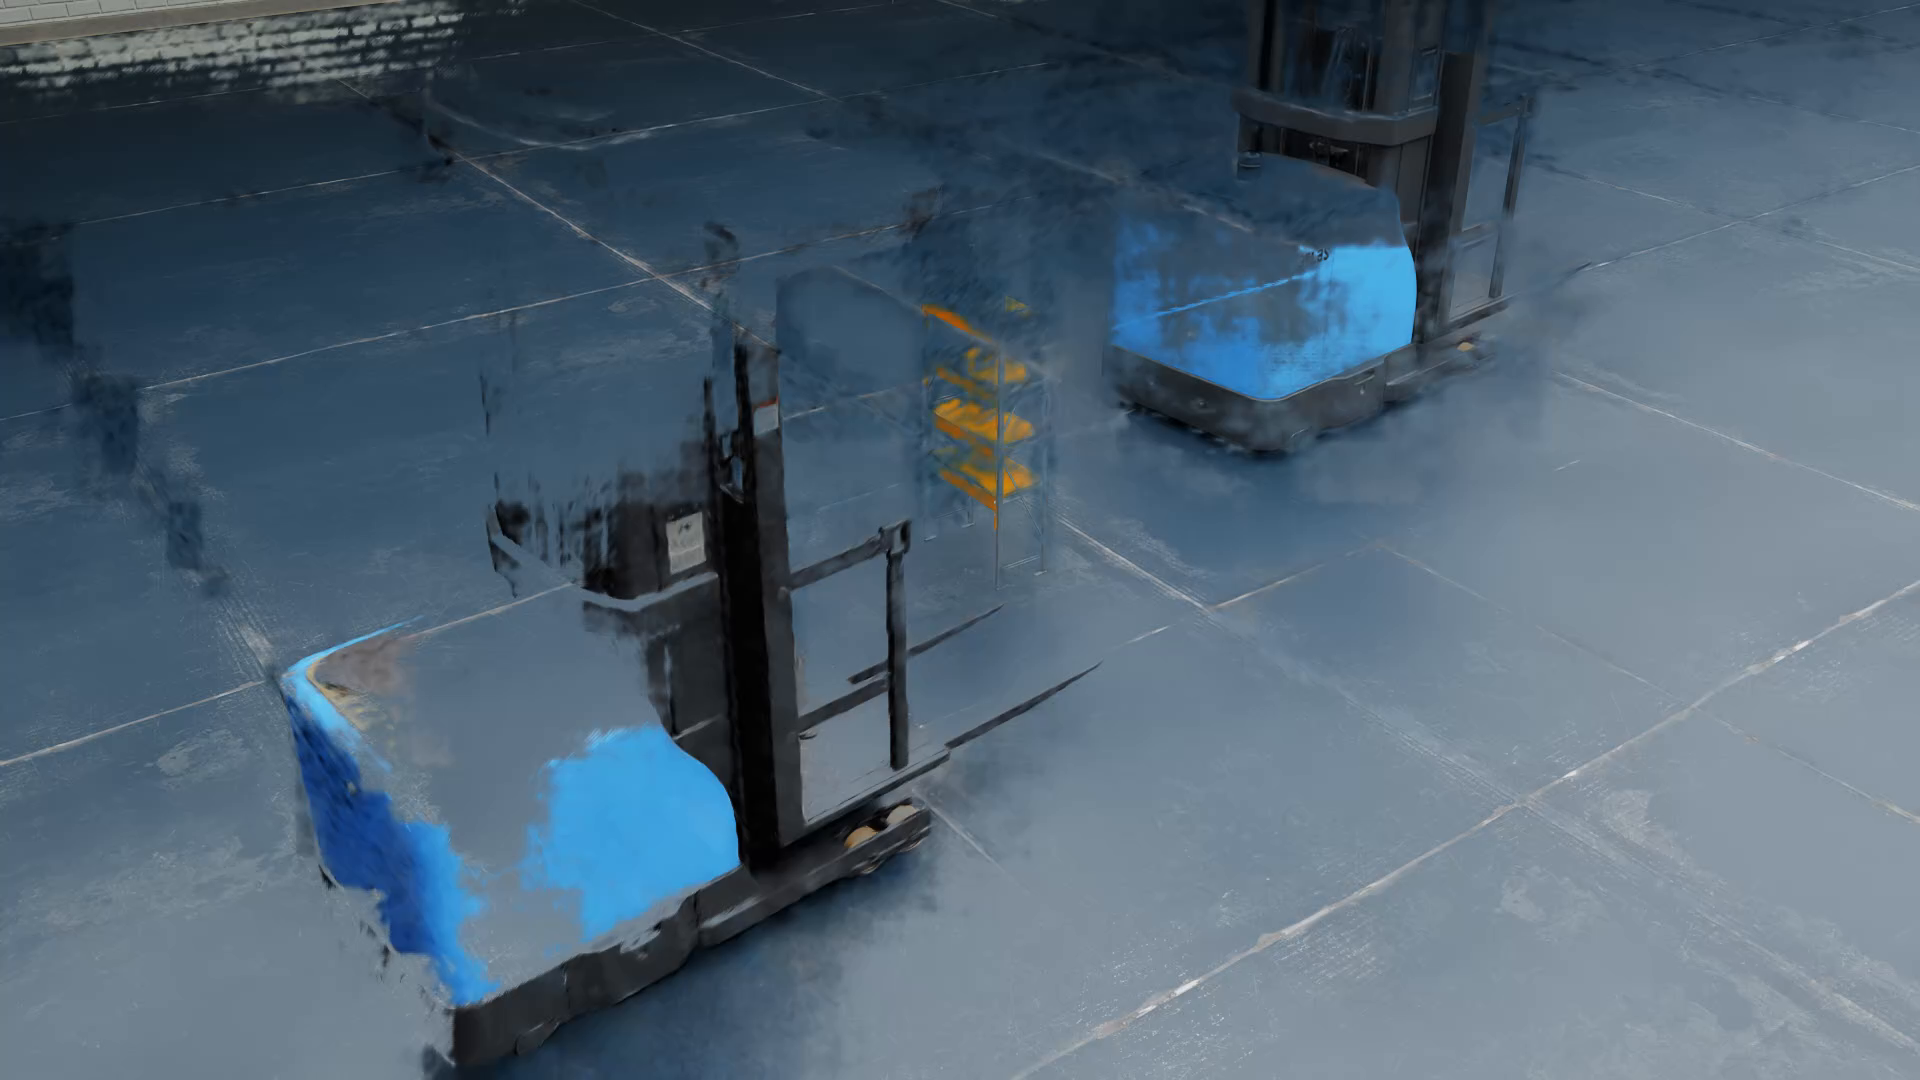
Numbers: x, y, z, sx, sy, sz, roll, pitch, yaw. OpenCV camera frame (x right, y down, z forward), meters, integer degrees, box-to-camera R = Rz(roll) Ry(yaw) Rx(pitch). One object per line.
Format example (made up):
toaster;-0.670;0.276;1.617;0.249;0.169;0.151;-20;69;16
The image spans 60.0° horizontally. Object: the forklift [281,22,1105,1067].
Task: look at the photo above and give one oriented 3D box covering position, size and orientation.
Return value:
forklift;2.106;-2.261;7.842;3.031;2.935;1.130;-23;36;-36
